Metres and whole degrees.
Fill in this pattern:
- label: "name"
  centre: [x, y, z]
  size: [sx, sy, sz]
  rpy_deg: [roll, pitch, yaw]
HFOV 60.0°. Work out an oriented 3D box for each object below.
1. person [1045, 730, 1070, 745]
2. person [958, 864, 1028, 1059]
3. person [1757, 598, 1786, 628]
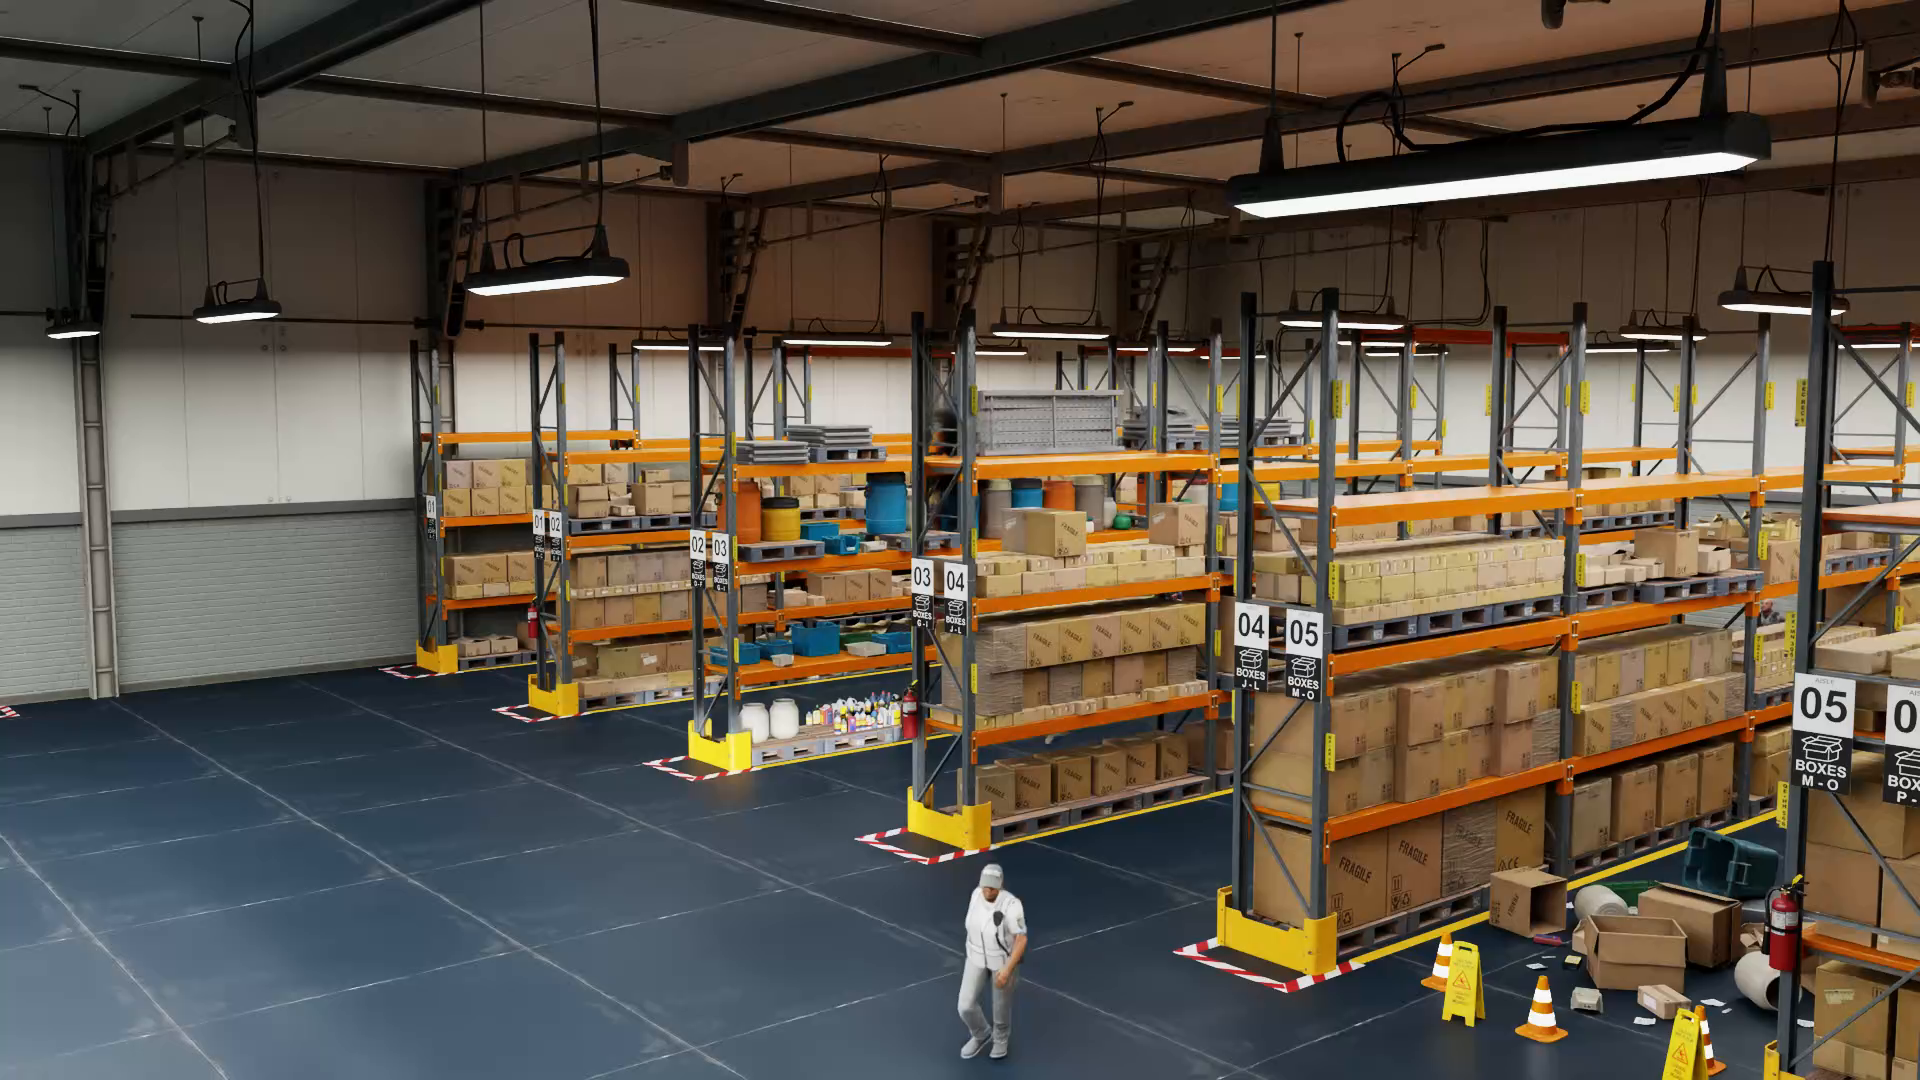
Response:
- label: "person"
  centre: [1.266, 1.978, 23.014]
  size: [0.738, 1.709, 0.630]
  rpy_deg: [-4, 7, -39]
- label: "person"
  centre: [0.274, 3.198, 12.585]
  size: [0.561, 1.607, 0.759]
  rpy_deg: [2, 6, 20]
- label: "person"
  centre: [13.099, 1.816, 27.005]
  size: [0.832, 1.771, 0.631]
  rpy_deg: [-4, 7, -39]
